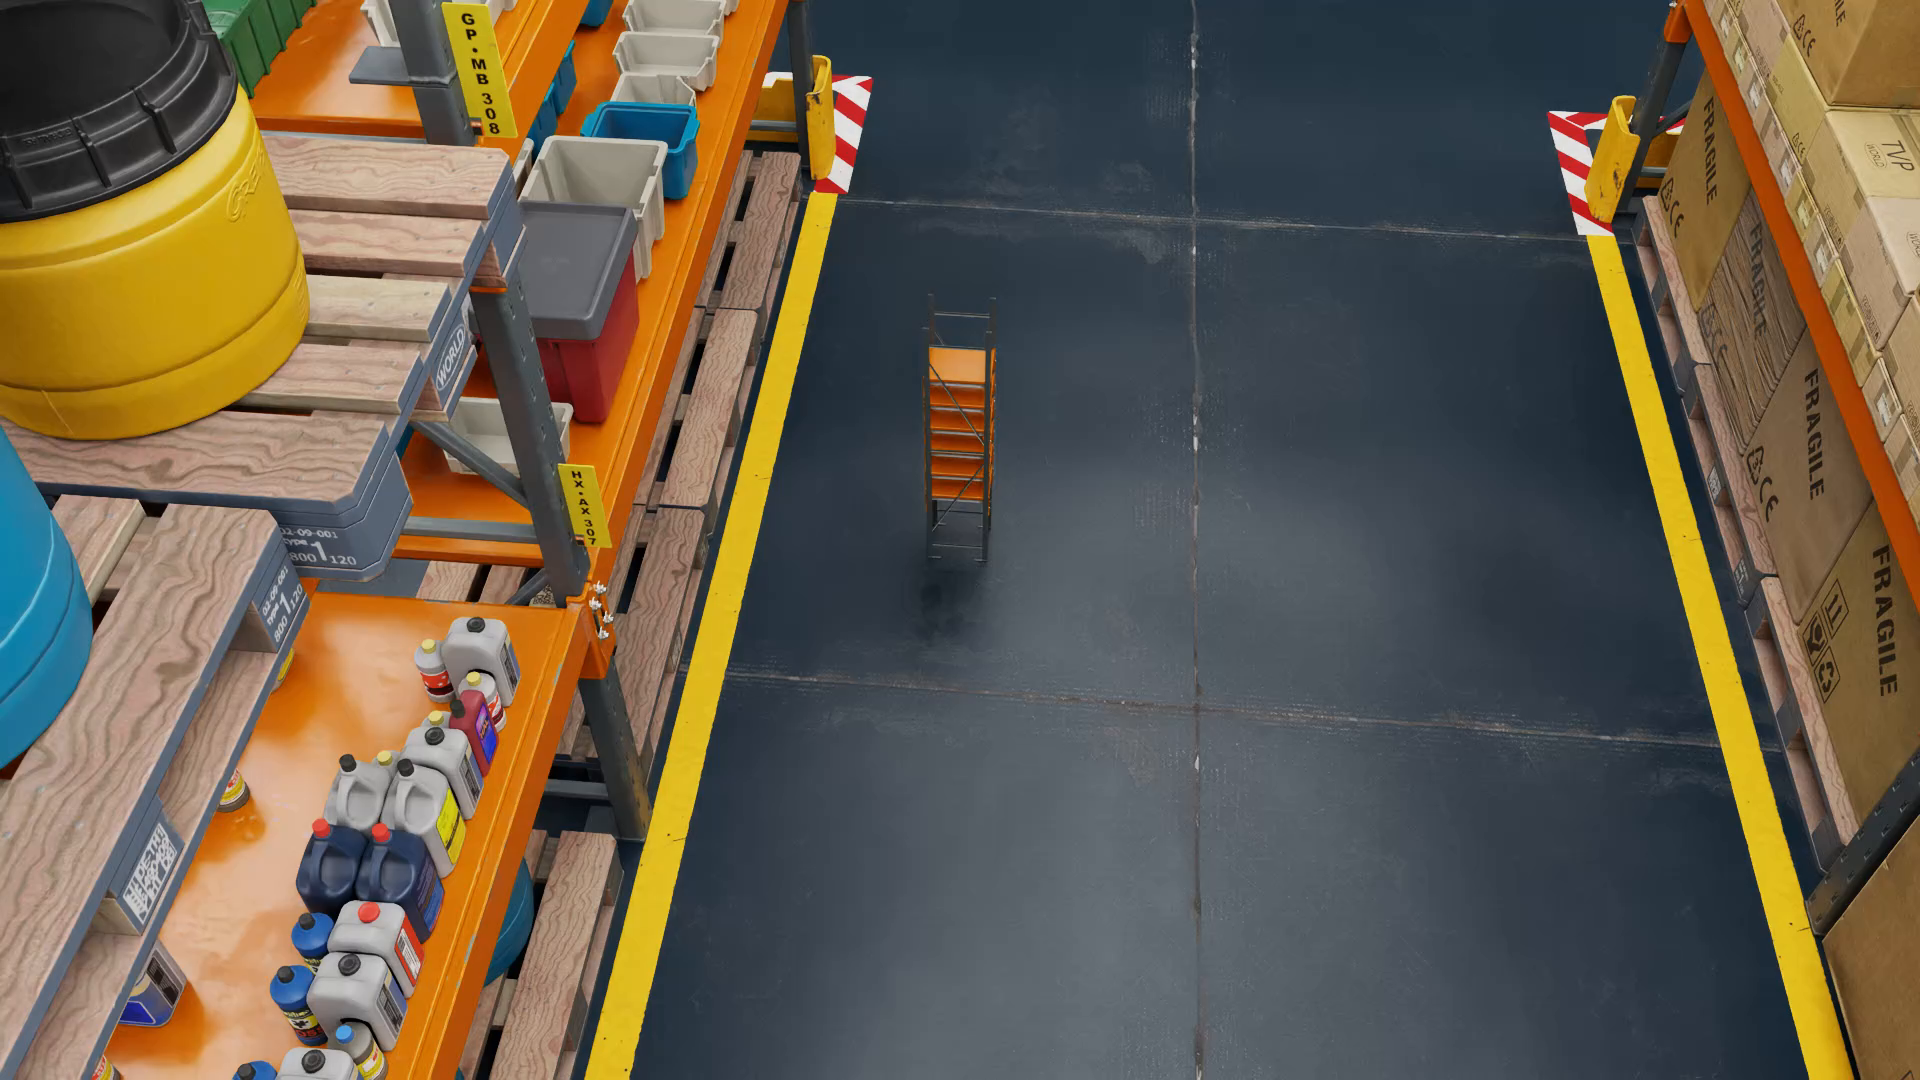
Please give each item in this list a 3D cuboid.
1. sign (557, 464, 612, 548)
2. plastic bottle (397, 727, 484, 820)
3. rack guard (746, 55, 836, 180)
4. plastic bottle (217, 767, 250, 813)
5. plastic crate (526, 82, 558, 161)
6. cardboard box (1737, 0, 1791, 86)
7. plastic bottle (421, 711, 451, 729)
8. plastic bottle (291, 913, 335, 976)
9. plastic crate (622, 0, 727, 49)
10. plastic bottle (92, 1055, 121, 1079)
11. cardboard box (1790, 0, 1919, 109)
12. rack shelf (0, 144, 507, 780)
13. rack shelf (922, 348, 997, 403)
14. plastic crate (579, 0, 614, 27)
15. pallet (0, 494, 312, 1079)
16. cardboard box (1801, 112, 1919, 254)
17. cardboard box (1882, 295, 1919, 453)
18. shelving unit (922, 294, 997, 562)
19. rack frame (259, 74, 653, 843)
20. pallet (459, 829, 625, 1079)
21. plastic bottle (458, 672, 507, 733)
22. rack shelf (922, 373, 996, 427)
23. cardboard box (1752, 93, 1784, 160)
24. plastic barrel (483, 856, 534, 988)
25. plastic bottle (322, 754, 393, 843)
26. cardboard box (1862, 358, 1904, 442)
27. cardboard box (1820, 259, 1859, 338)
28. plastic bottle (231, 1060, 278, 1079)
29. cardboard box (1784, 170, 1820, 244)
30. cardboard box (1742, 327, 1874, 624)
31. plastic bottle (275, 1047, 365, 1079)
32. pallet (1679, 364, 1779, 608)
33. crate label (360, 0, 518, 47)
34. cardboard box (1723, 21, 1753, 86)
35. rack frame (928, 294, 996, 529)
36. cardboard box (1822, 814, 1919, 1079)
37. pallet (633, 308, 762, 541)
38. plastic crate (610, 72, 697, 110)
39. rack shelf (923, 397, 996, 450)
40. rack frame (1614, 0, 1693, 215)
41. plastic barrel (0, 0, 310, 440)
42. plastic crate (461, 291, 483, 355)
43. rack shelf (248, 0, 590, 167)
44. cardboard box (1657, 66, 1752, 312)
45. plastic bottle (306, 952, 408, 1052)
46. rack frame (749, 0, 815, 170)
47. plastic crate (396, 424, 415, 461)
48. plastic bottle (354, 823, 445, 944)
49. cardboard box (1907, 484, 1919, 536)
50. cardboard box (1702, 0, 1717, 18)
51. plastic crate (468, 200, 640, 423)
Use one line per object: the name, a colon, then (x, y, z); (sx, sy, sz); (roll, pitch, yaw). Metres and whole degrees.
sign: (-1.039, -0.092, 4.614); (0.100, 0.325, 0.005); (4, 48, 4)
plastic bottle: (-1.334, 0.585, 4.266); (0.152, 0.276, 0.135); (4, 48, 4)
rack guard: (-1.233, -2.151, 8.379); (1.175, 0.500, 0.348); (4, 48, 4)
plastic bottle: (-1.916, 0.608, 4.295); (0.097, 0.201, 0.097); (0, 48, 0)
plastic crate: (-1.720, -1.593, 6.247); (0.416, 0.233, 0.300); (4, 48, 4)
cardboard box: (3.357, -1.976, 6.424); (0.500, 0.250, 0.500); (3, 48, 3)
plastic bottle: (-1.357, 0.523, 4.374); (0.097, 0.201, 0.097); (0, 48, 0)
plastic bottle: (-1.506, 0.962, 3.924); (0.097, 0.271, 0.097); (0, 48, 0)
plastic crate: (-1.157, -2.084, 6.761); (0.396, 0.136, 0.243); (4, 48, 4)
plastic bottle: (-1.988, 1.190, 3.763); (0.097, 0.201, 0.097); (0, 48, 0)
cardboard box: (3.311, -1.863, 5.813); (0.500, 0.500, 0.500); (3, 48, 2)
rack shelf: (-1.769, 0.663, 2.565); (1.077, 0.370, 4.000); (4, 48, 4)
rack shelf: (-0.001, -0.607, 6.065); (0.258, 0.103, 0.180); (4, 48, 4)
plastic crate: (-1.633, -2.297, 6.891); (0.416, 0.233, 0.300); (4, 48, 4)
pallet: (-1.661, 0.431, 2.418); (1.003, 0.211, 1.213); (4, 48, 4)
cardboard box: (3.265, -1.223, 5.736); (0.500, 0.250, 0.500); (3, 48, 3)
cardboard box: (3.169, -0.476, 5.053); (0.500, 0.250, 0.500); (5, 48, 5)
shelving unit: (-0.001, -0.394, 6.298); (0.258, 1.200, 0.189); (4, 48, 4)
rack frame: (-1.587, -0.037, 4.751); (1.000, 3.000, 0.127); (4, 48, 4)
pallet: (-1.699, 1.468, 5.264); (1.003, 0.211, 1.213); (4, 48, 4)
plastic bottle: (-1.284, 0.429, 4.460); (0.097, 0.201, 0.097); (0, 48, 0)
rack shelf: (-0.001, -0.526, 6.153); (0.258, 0.103, 0.180); (4, 48, 4)
cardboard box: (3.257, -1.564, 6.318); (0.380, 0.149, 0.250); (3, 48, 3)
plastic barrel: (-1.653, 0.928, 5.006); (0.600, 0.901, 0.708); (4, 48, 4)
plastic bottle: (-1.488, 0.668, 4.140); (0.144, 0.351, 0.185); (4, 48, 4)
cardboard box: (3.117, -0.432, 5.282); (0.380, 0.149, 0.250); (5, 48, 4)
cardboard box: (3.164, -0.809, 5.628); (0.380, 0.149, 0.250); (3, 48, 3)
plastic bottle: (-1.539, 1.232, 3.678); (0.097, 0.271, 0.097); (0, 48, 0)
cardboard box: (3.210, -1.189, 5.975); (0.380, 0.149, 0.250); (3, 48, 3)
cardboard box: (3.567, -0.269, 6.119); (0.875, 0.875, 0.875); (4, 48, 4)
plastic bottle: (-1.414, 1.225, 3.681); (0.152, 0.276, 0.135); (4, 48, 4)
pallet: (3.601, -0.215, 6.804); (1.003, 0.211, 1.213); (4, 48, 4)
crate label: (-1.255, -1.300, 4.052); (0.293, 0.136, 0.466); (4, 48, 4)
cardboard box: (3.304, -1.943, 6.664); (0.380, 0.149, 0.250); (3, 48, 3)
rack frame: (0.007, -0.462, 6.359); (0.240, 1.200, 0.006); (4, 48, 4)
cardboard box: (3.307, 1.343, 4.644); (1.225, 0.875, 0.875); (4, 48, 4)
pallet: (-1.450, -0.538, 7.099); (1.003, 0.211, 1.213); (4, 48, 4)
plastic crate: (-1.167, -1.659, 6.373); (0.298, 0.136, 0.250); (4, 48, 4)
rack shelf: (-0.001, -0.445, 6.242); (0.258, 0.103, 0.180); (4, 48, 4)
rack frame: (3.710, -2.643, 7.135); (1.000, 3.000, 0.127); (4, 48, 4)
plastic barrel: (-1.468, -0.570, 2.794); (0.600, 0.588, 0.600); (0, 48, 0)
plastic crate: (-1.752, -0.805, 5.599); (0.437, 0.125, 0.590); (4, 48, 4)
rack shelf: (-1.405, -2.276, 5.254); (1.077, 0.370, 4.000); (4, 48, 4)
cardboard box: (3.731, -1.592, 7.329); (0.875, 0.875, 0.875); (4, 48, 4)
plastic bottle: (-1.392, 1.054, 3.837); (0.152, 0.276, 0.135); (4, 48, 4)
rack frame: (-1.222, -2.976, 7.439); (1.000, 3.000, 0.127); (4, 48, 4)
plastic crate: (-1.884, -0.418, 5.069); (0.392, 0.384, 0.575); (4, 48, 4)
plastic bottle: (-1.362, 0.813, 4.007); (0.144, 0.351, 0.185); (4, 48, 4)
cardboard box: (3.070, -0.055, 4.937); (0.380, 0.149, 0.250); (5, 48, 4)
cardboard box: (3.349, -2.320, 7.009); (0.380, 0.149, 0.250); (4, 48, 4)
plastic crate: (-1.256, -0.718, 5.290); (0.402, 0.464, 0.583); (4, 48, 4)
